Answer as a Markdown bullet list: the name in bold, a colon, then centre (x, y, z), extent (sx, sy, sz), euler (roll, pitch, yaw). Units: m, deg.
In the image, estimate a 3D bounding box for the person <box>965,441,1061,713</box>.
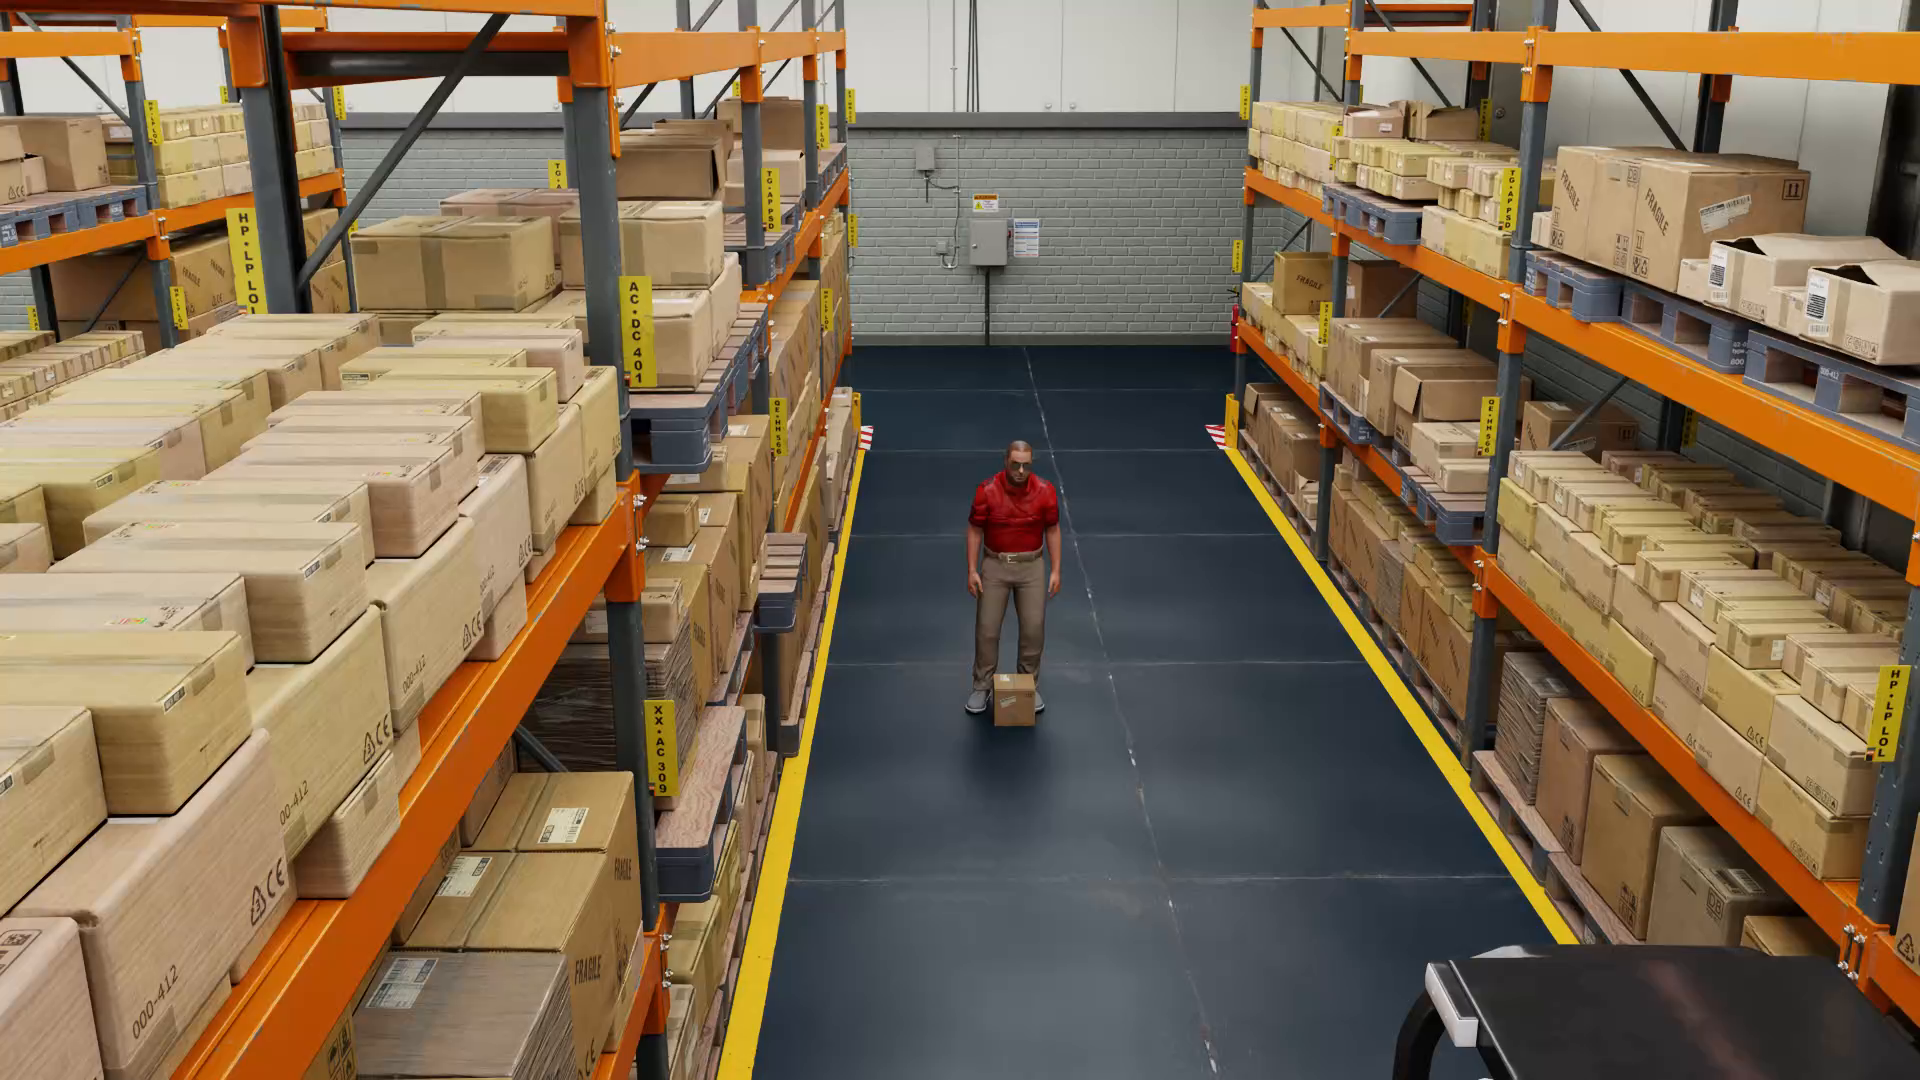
- **person**: centre (0.331, 0.213, 10.369), extent (0.605, 1.728, 0.385), euler (-1, 17, -4)
